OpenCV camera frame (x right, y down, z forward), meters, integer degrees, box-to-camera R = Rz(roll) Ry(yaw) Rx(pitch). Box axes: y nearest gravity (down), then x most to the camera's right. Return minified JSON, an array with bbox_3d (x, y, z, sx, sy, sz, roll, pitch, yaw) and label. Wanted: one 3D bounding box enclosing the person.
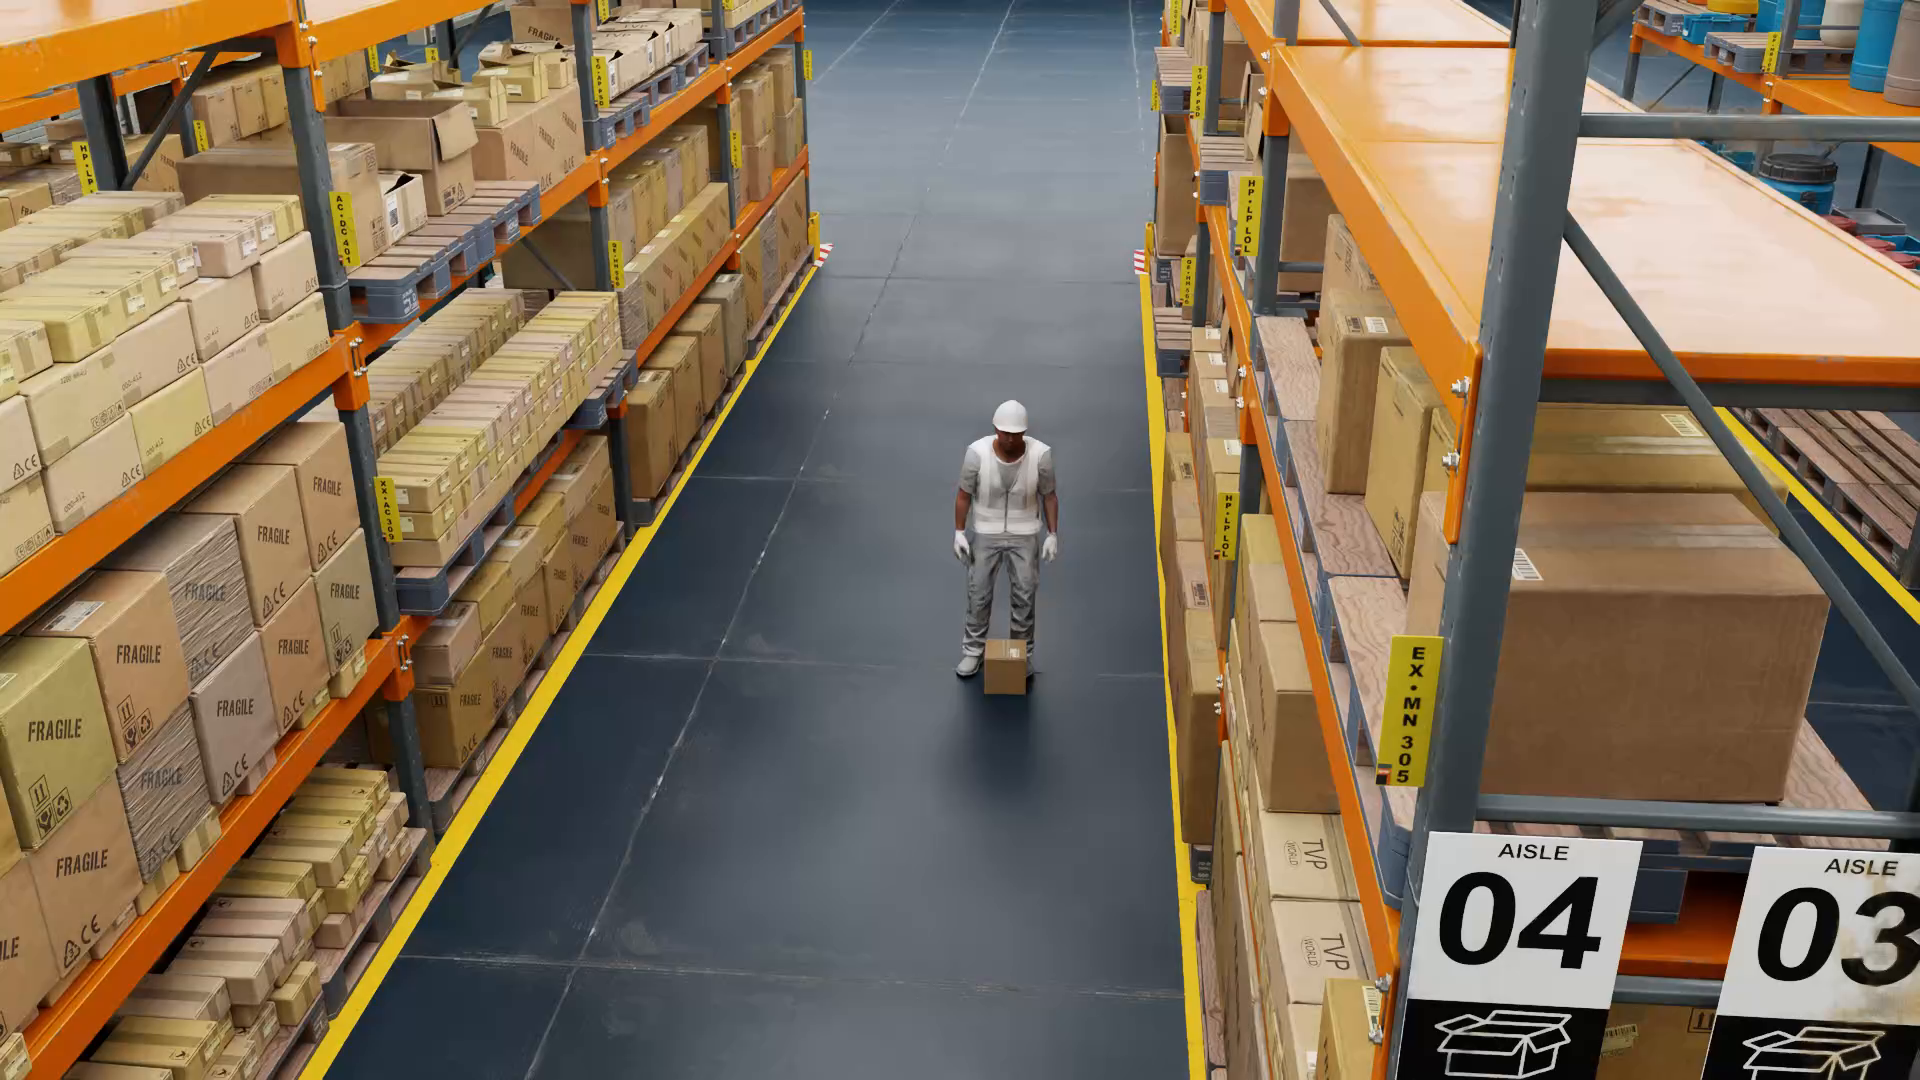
[{"bbox_3d":[0.278,-0.016,10.032,0.631,1.776,0.443,1,24,2],"label":"person"}]
